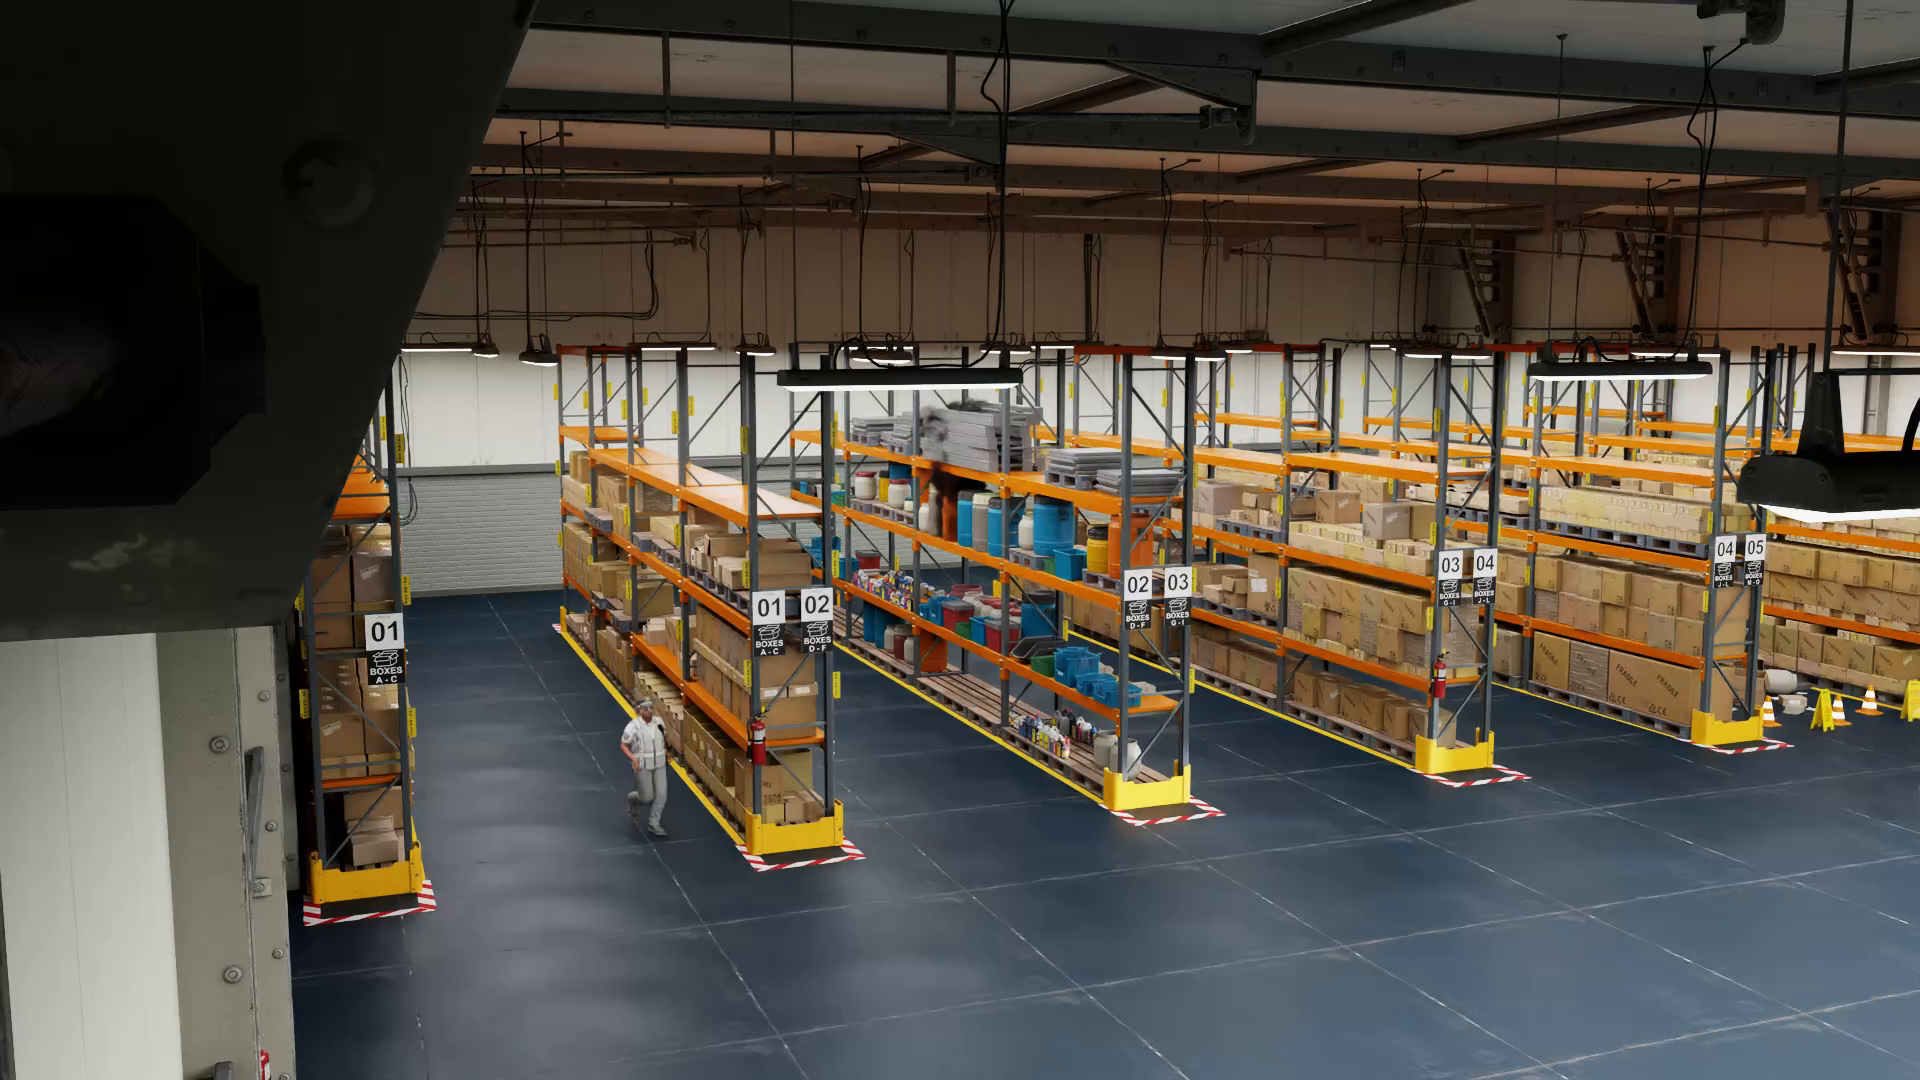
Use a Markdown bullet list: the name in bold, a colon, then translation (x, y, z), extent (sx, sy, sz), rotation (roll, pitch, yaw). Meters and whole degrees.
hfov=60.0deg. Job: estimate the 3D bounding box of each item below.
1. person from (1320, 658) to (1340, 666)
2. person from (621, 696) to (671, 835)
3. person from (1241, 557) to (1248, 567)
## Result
- **person**: translation (7.046, 1.497, 31.285), extent (0.676, 1.783, 0.661), rotation (-4, 8, -27)
- **person**: translation (-3.937, 2.818, 21.019), extent (0.677, 1.741, 0.721), rotation (-5, 9, -36)
- **person**: translation (7.467, 0.068, 42.409), extent (0.877, 1.787, 0.643), rotation (-2, 7, -12)
